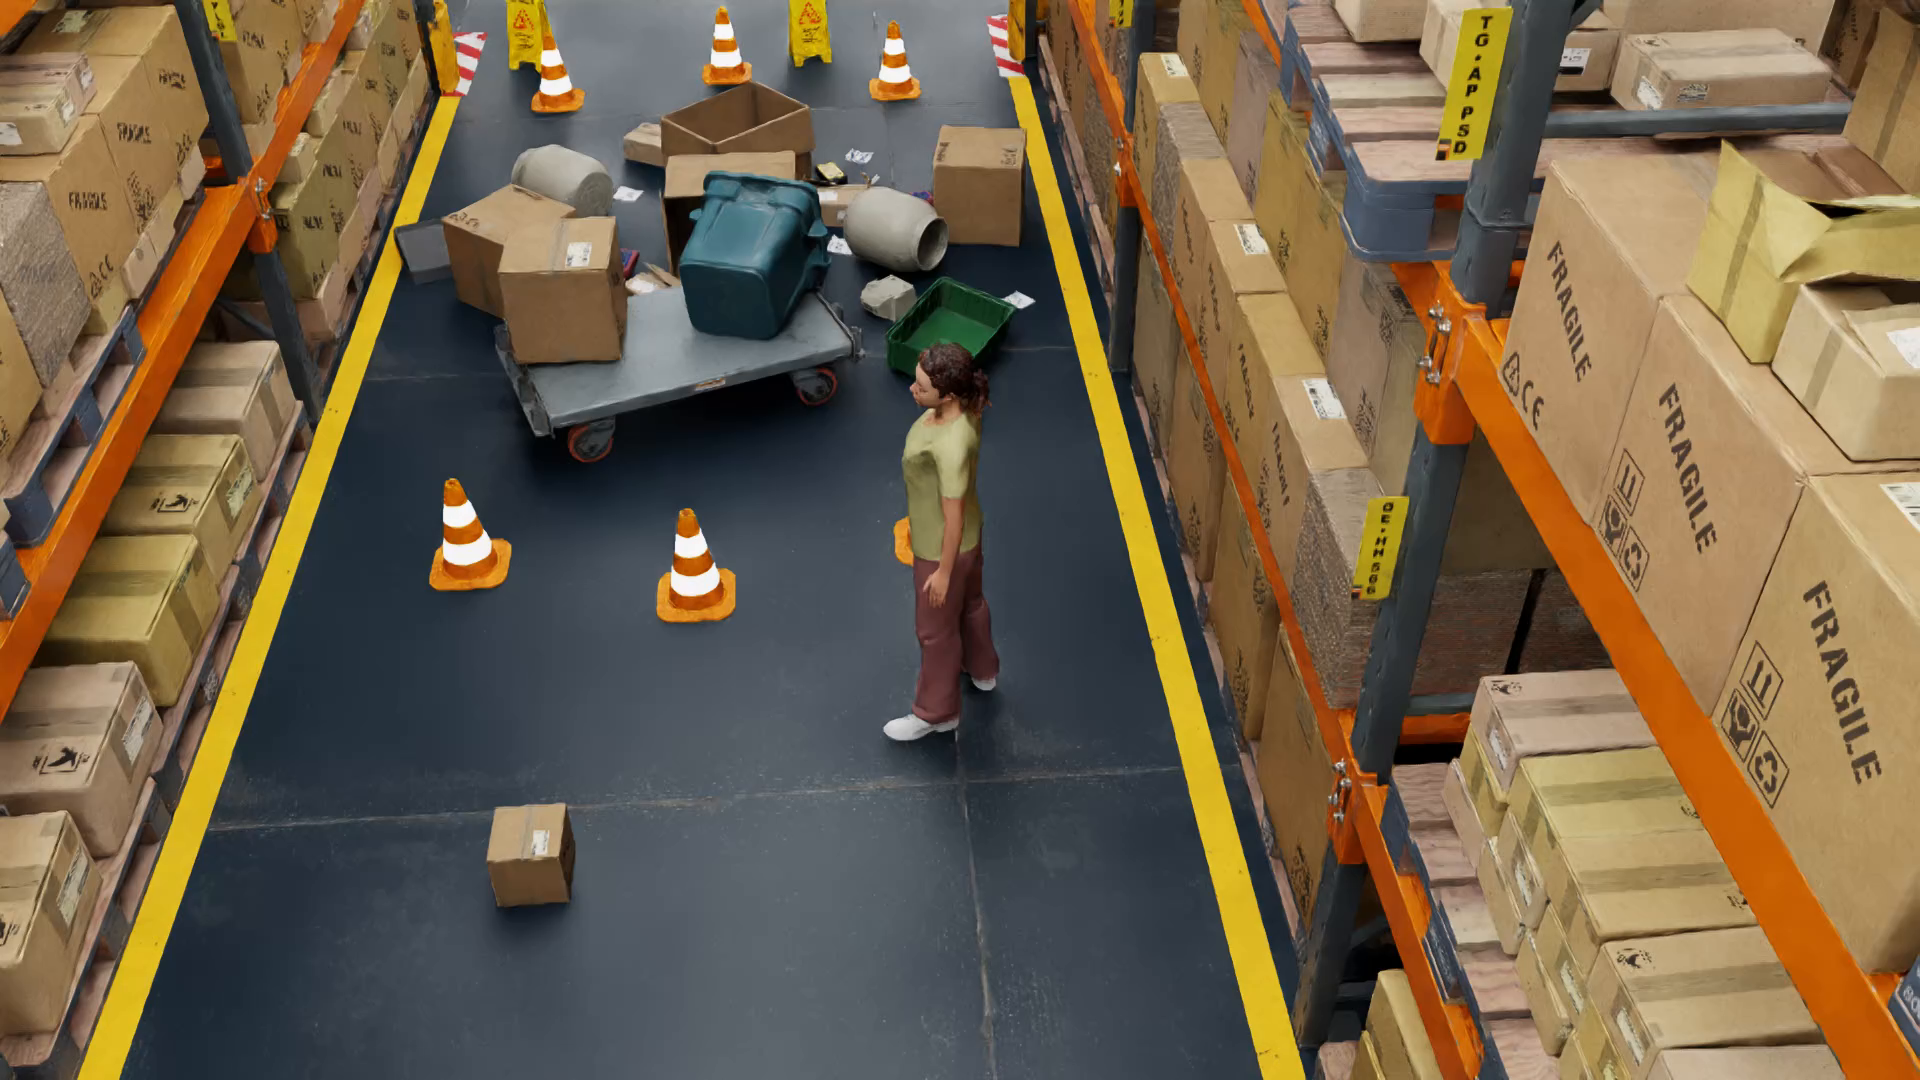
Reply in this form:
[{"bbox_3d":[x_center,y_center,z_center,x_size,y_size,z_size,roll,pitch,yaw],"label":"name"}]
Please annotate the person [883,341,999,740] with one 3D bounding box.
[{"bbox_3d":[-0.060,-0.015,6.138,0.412,1.669,0.594,5,40,6],"label":"person"}]
